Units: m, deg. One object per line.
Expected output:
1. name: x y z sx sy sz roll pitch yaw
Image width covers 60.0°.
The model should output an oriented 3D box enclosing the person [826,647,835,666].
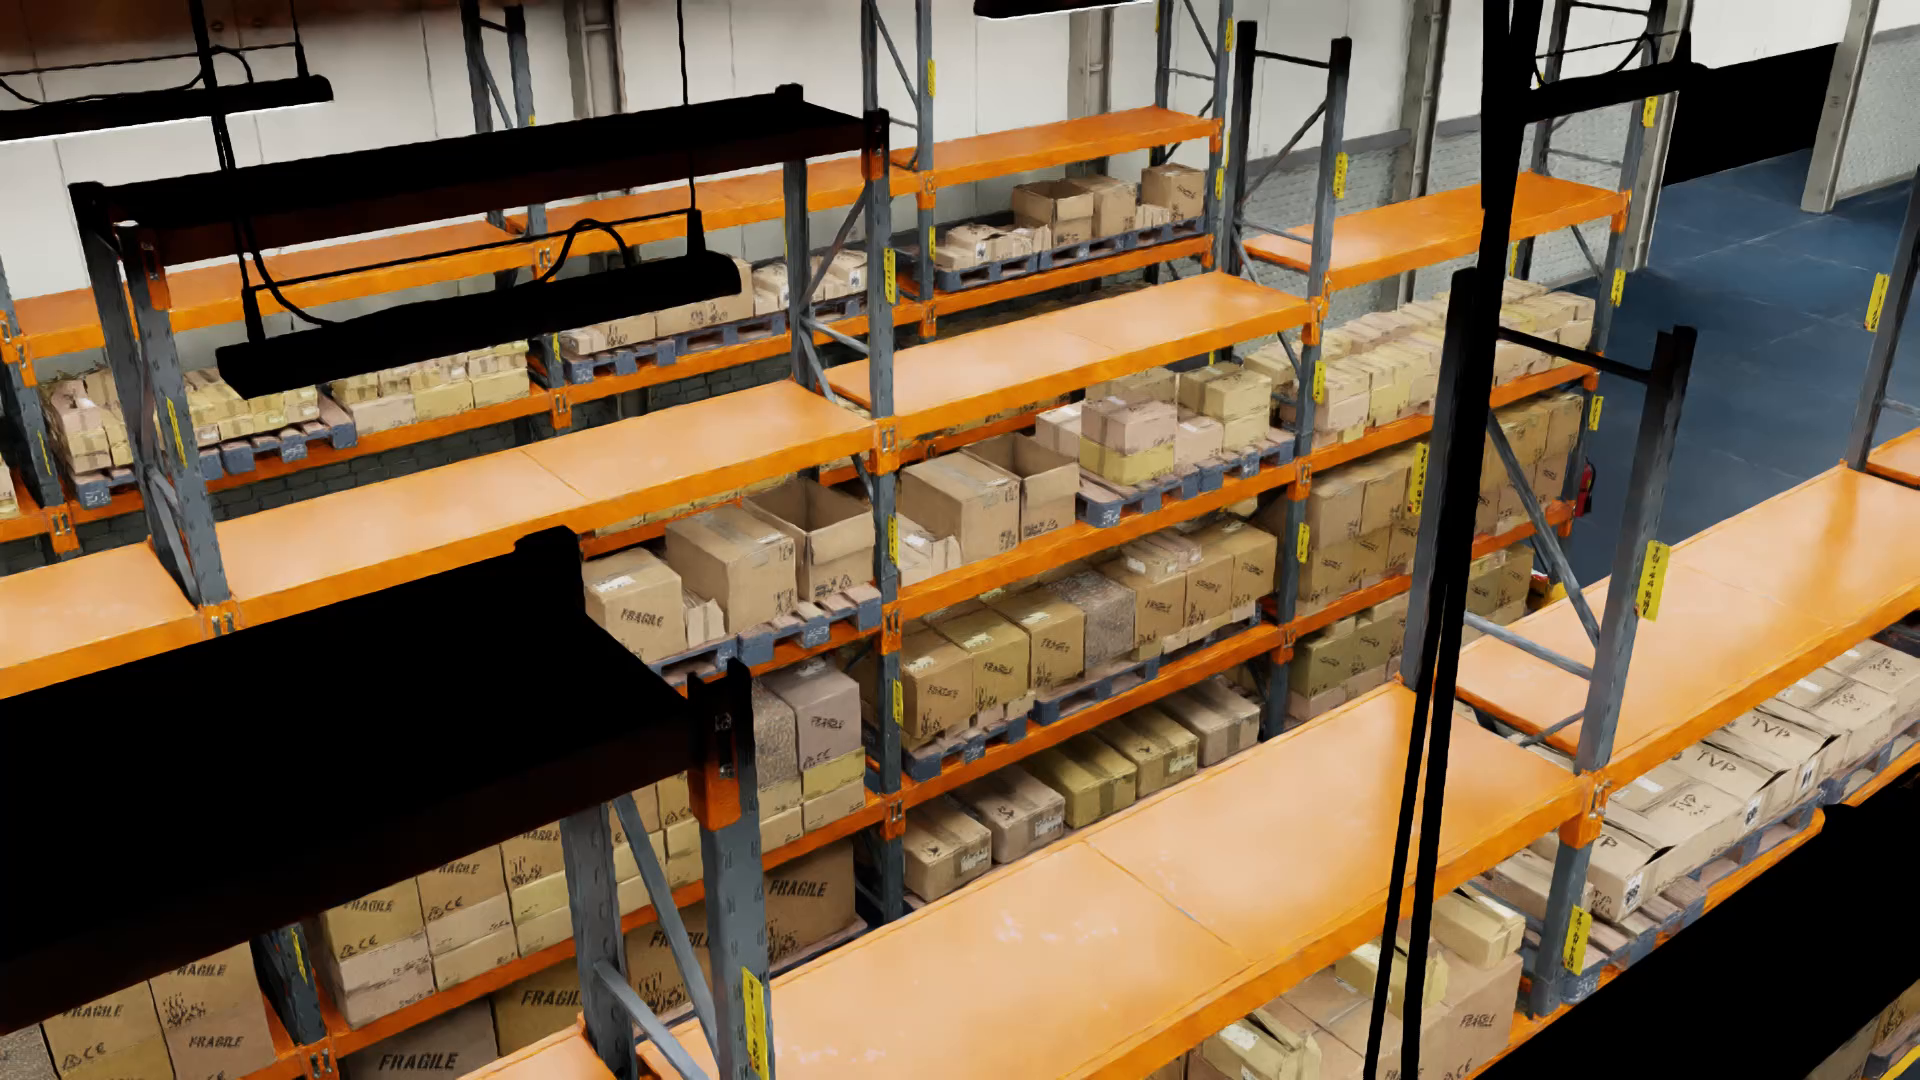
1. person: -0.957 1.041 14.001 0.588 1.731 0.498 -3 26 -7
